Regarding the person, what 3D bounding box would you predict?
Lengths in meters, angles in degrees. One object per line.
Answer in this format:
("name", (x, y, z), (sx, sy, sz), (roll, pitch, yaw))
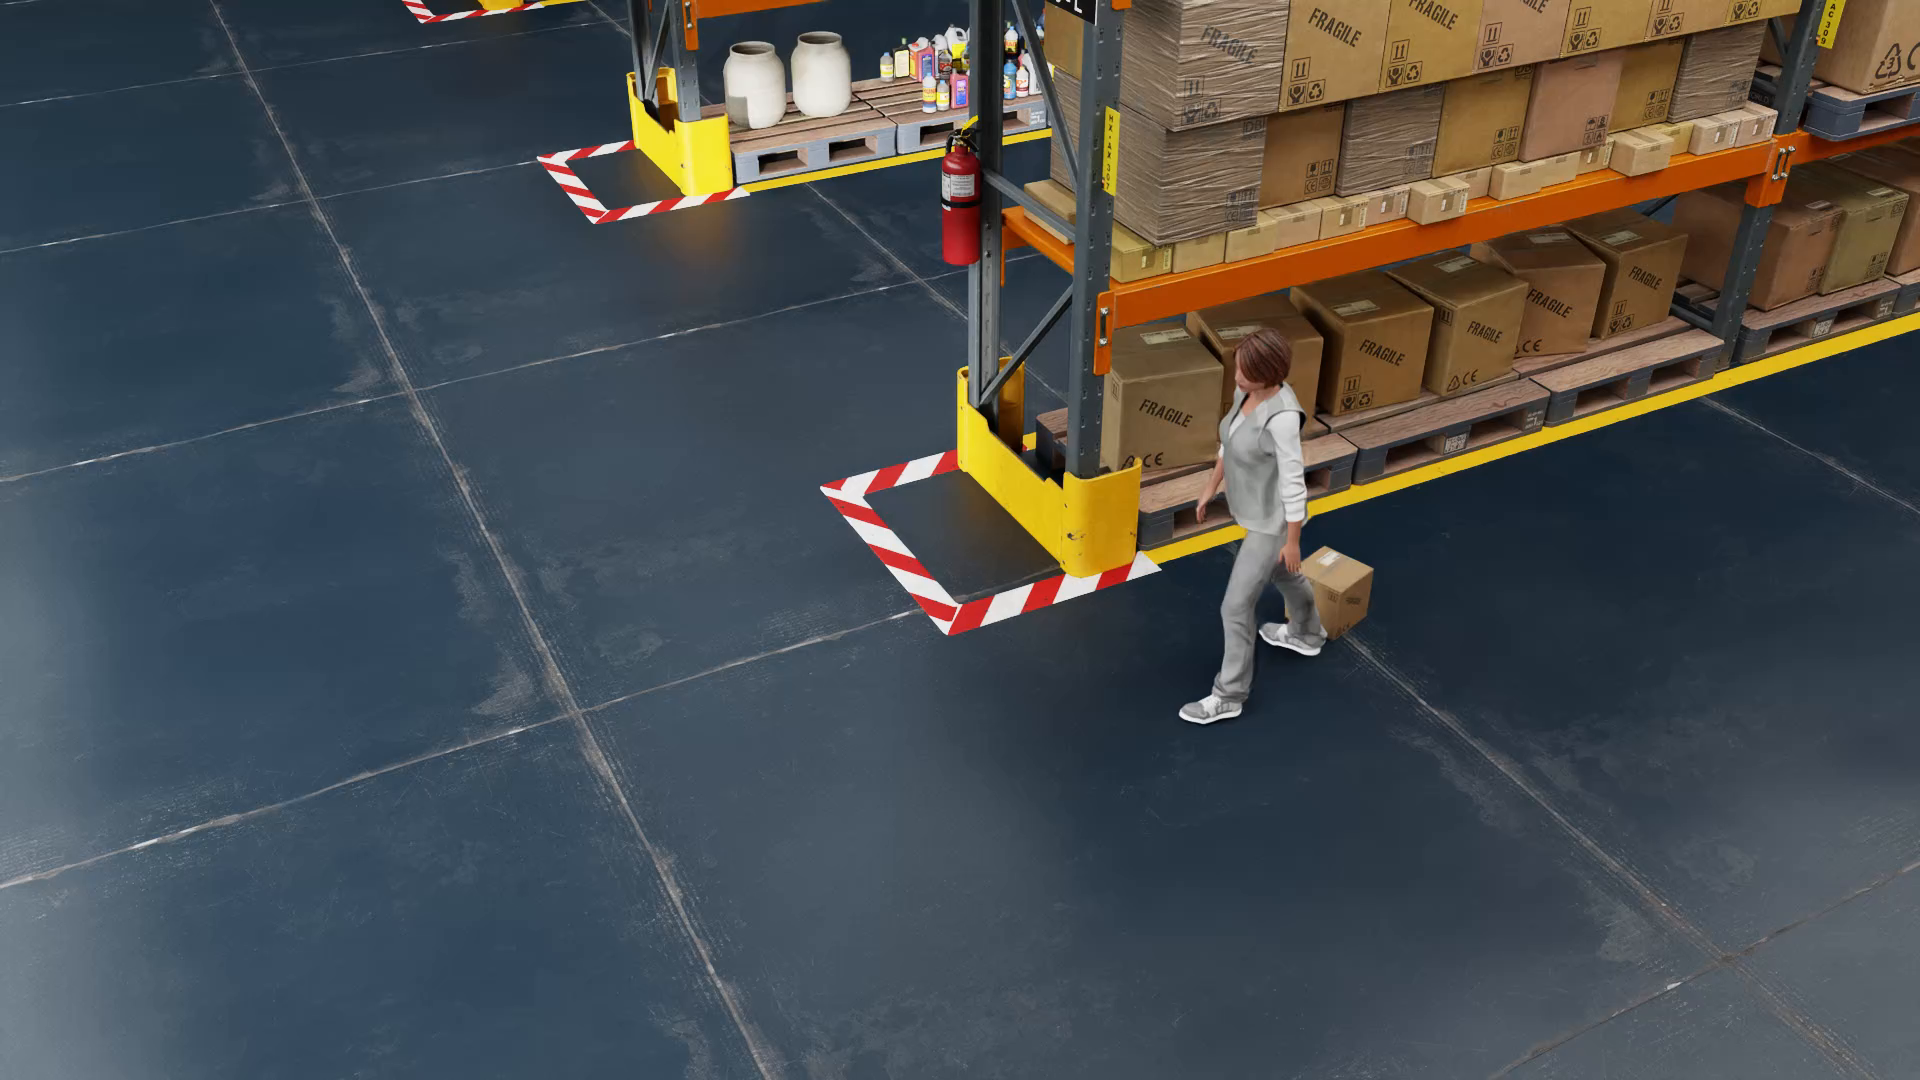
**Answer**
("person", (1.161, -0.087, 6.307), (0.690, 1.546, 0.554), (-5, 34, -7))
